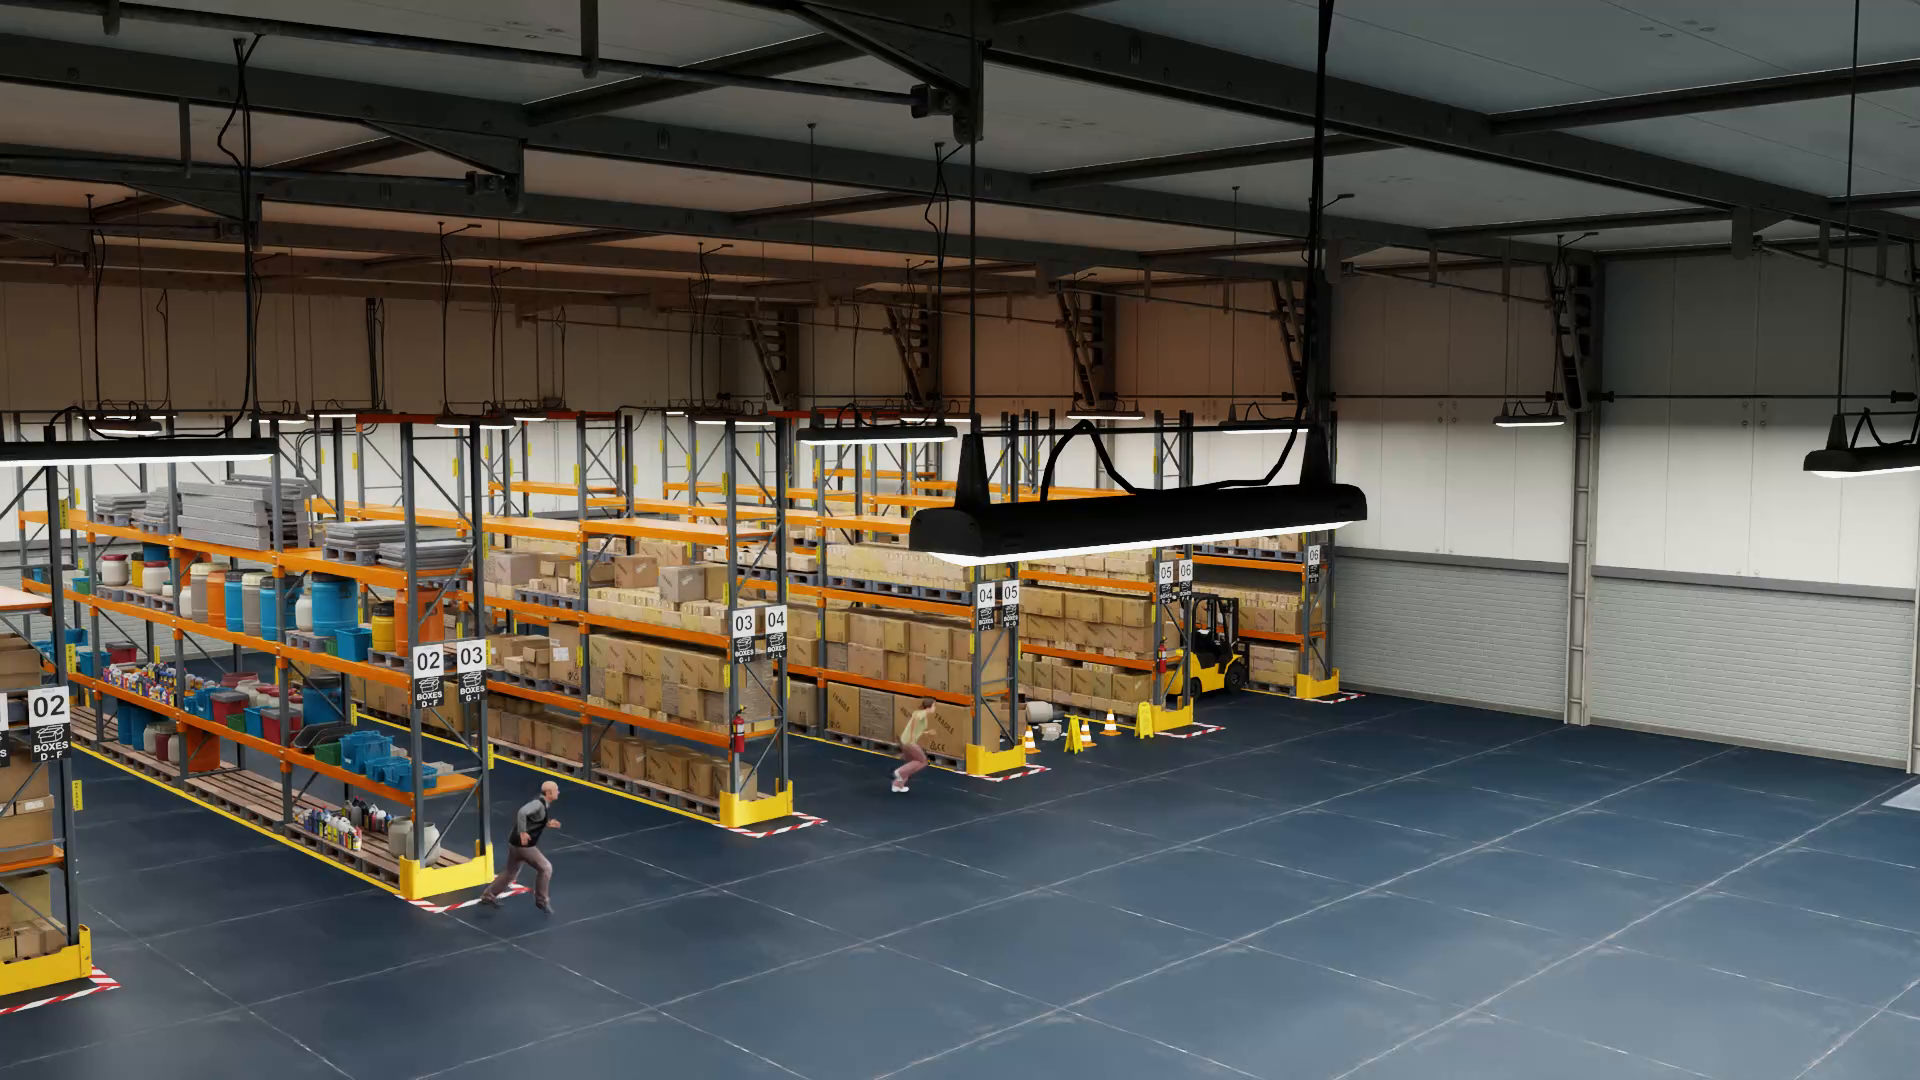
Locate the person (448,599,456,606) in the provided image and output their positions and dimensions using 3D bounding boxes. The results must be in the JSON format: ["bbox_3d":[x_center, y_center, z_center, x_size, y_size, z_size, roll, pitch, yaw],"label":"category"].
[{"bbox_3d":[-11.960,2.159,39.333,0.572,1.555,0.520,0,5,-2],"label":"person"}]

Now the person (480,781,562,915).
[{"bbox_3d":[-5.356,3.786,20.255,0.988,1.682,0.704,-1,5,-11],"label":"person"}]

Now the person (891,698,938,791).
[{"bbox_3d":[-0.712,3.281,26.566,0.777,1.501,0.611,-1,5,-11],"label":"person"}]

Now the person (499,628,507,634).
[{"bbox_3d":[-9.089,2.613,33.332,0.714,1.741,0.579,5,7,43],"label":"person"}]
